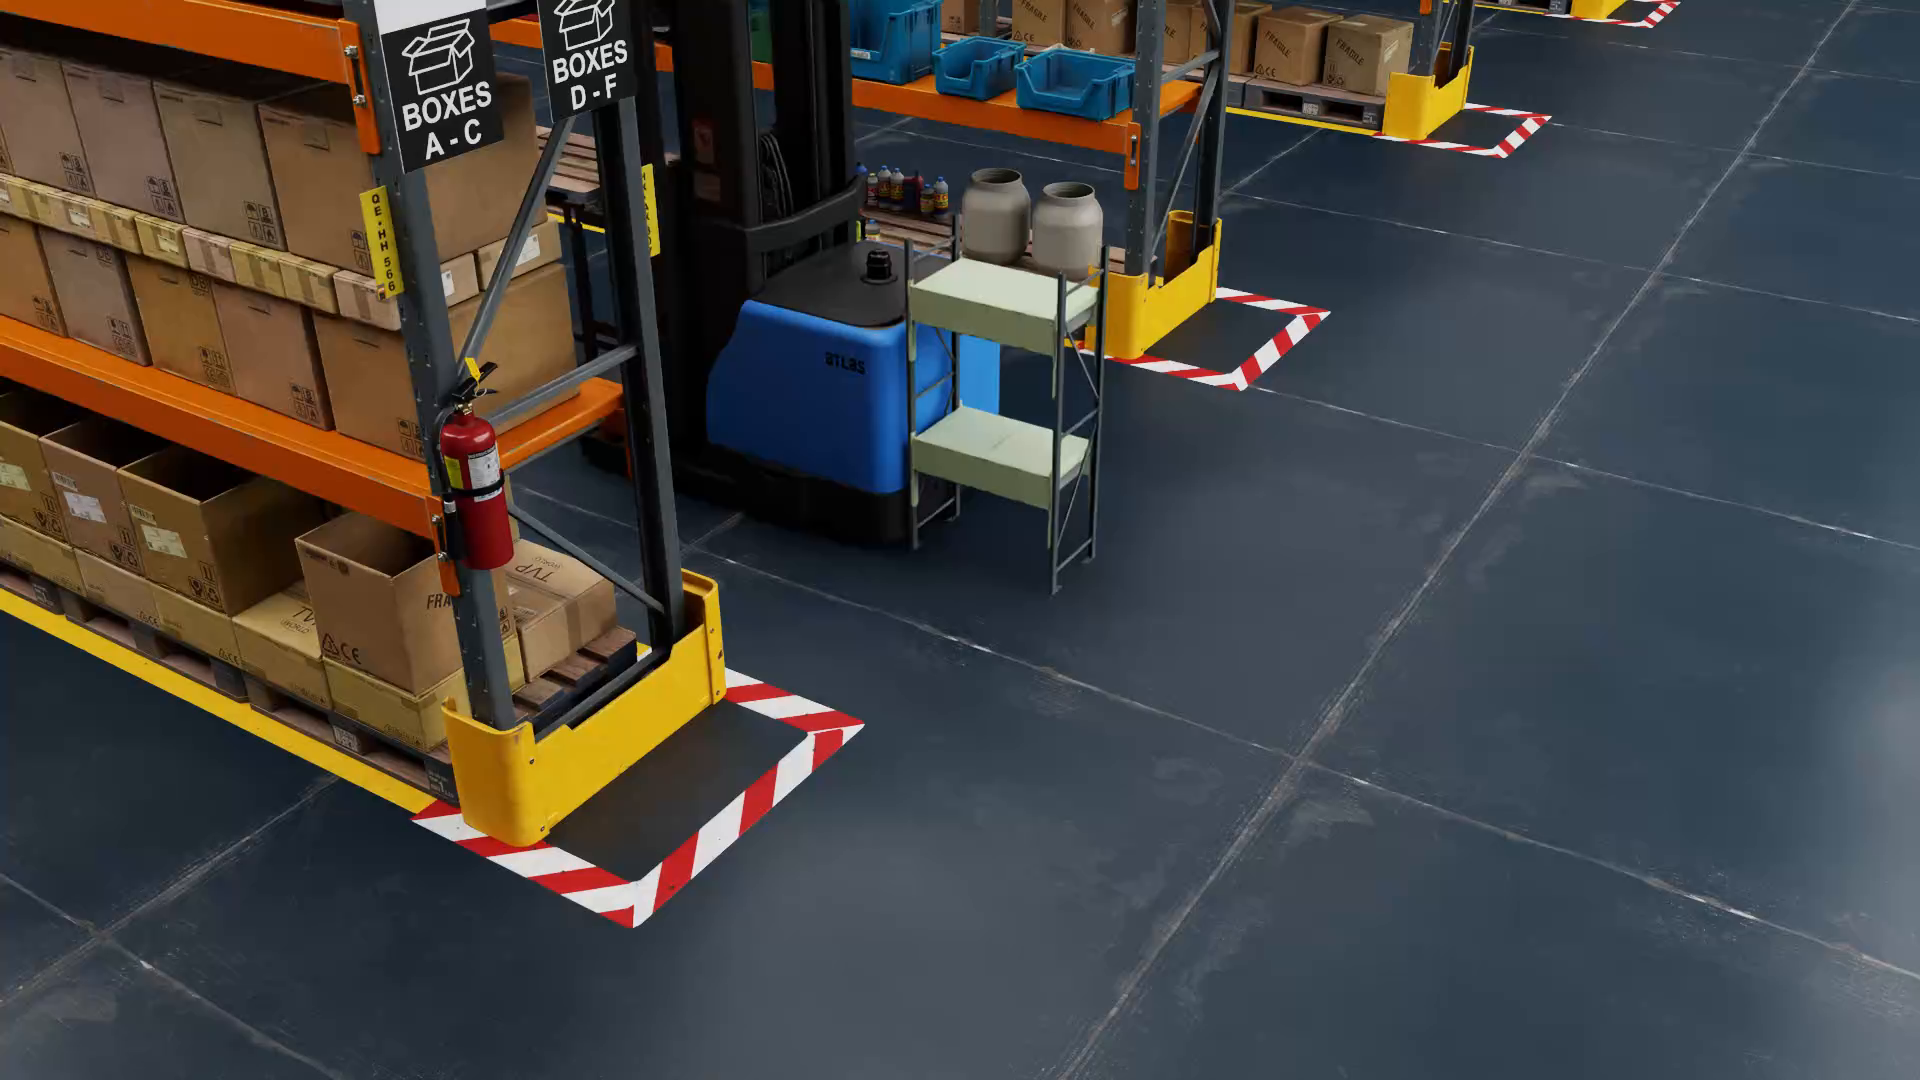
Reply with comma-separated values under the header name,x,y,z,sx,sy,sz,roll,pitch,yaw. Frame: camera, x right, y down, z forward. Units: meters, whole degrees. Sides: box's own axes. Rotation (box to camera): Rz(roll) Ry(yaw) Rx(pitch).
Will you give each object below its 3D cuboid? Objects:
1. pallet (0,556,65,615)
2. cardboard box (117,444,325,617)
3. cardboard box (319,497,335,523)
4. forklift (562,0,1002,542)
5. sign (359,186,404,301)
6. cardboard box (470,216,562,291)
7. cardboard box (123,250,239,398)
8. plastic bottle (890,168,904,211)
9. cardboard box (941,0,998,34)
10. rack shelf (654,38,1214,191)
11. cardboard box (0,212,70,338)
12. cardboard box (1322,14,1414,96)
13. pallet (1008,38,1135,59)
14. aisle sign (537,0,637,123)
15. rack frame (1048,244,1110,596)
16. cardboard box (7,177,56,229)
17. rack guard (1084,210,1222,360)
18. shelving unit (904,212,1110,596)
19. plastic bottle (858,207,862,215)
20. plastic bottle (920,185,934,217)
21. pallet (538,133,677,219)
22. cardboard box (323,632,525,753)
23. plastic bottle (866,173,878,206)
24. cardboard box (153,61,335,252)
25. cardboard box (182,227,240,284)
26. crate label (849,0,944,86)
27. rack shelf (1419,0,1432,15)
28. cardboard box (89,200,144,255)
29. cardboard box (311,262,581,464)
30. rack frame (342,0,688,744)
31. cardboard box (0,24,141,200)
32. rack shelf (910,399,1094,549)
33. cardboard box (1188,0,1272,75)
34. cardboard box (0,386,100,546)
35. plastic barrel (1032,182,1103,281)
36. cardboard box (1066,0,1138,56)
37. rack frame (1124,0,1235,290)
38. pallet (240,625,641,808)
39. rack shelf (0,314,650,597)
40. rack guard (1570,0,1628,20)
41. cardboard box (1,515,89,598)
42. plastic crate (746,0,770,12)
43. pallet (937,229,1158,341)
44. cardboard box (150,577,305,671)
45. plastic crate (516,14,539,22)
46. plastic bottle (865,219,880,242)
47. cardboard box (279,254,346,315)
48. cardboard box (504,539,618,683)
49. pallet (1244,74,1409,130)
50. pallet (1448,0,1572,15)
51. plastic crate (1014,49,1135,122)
name,x,y,z,sx,sy,sz,roll,pitch,yaw
pallet,-4.129,-0.132,7.767,1.213,0.211,1.003,18,35,27
cardboard box,-2.860,-0.092,6.499,0.500,0.500,0.500,18,35,27
cardboard box,-2.583,-0.314,6.879,0.500,0.500,0.500,18,35,27
forklift,-1.315,-1.807,7.939,3.031,2.935,1.130,18,35,27
sign,-1.693,-0.871,4.881,0.005,0.325,0.100,18,35,27
cardboard box,-1.610,-1.016,5.773,0.250,0.149,0.380,17,34,27
cardboard box,-2.646,-0.944,6.292,0.500,0.500,0.700,18,35,28
plastic bottle,-0.416,-2.331,11.040,0.097,0.271,0.097,0,30,0
cardboard box,-0.019,-5.079,15.523,0.500,0.500,0.700,15,33,24
rack shelf,-0.450,-2.834,10.345,4.000,0.370,1.077,18,35,27
cardboard box,-3.528,-1.220,6.765,0.500,0.500,0.700,18,35,28
cardboard box,3.357,-3.999,13.692,0.500,0.500,0.500,25,39,36
pallet,1.077,-4.425,15.126,1.213,0.211,1.003,18,35,27
aisle sign,-1.174,-1.732,5.162,0.004,0.787,0.394,18,35,27
rack frame,0.503,-0.489,7.099,0.023,1.500,0.400,18,35,27
cardboard box,-3.342,-1.323,6.298,0.250,0.149,0.380,17,34,27
rack guard,1.155,-1.530,9.876,0.348,0.500,1.175,18,35,27
shelving unit,0.193,-0.587,7.267,0.755,1.500,0.431,18,35,27
plastic bottle,-0.687,-2.056,10.556,0.133,0.283,0.061,18,35,27
plastic bottle,-0.214,-2.237,10.948,0.097,0.201,0.097,0,30,0
pallet,-2.830,-2.670,12.117,1.213,0.211,1.003,18,35,27
cardboard box,-2.004,0.493,6.241,0.500,0.250,0.500,18,35,27
plastic bottle,-0.585,-2.354,11.149,0.097,0.201,0.097,0,30,0
cardboard box,-2.274,-1.383,5.757,0.500,0.500,0.700,17,34,26
cardboard box,-2.468,-1.047,5.825,0.250,0.149,0.380,18,35,28
crate label,-0.459,-3.002,9.884,0.616,0.435,0.502,18,35,27
rack shelf,2.183,-4.948,13.969,4.000,0.370,1.077,18,35,27
cardboard box,-2.915,-1.187,6.064,0.250,0.149,0.380,19,35,29
cardboard box,-1.781,-0.670,5.822,0.500,0.500,0.700,18,35,27
rack frame,-1.392,-0.496,5.623,0.127,3.000,1.000,18,35,27
cardboard box,-3.126,-1.652,6.218,0.500,0.500,0.700,18,35,27
rack shelf,0.193,-0.305,7.432,0.720,0.370,0.431,18,35,27
cardboard box,2.313,-4.320,14.243,0.500,0.500,0.500,21,36,32
cardboard box,-3.707,-0.360,6.957,0.500,0.500,0.500,18,35,27
plastic barrel,0.646,-1.860,10.013,0.421,0.512,0.421,0,30,0
cardboard box,1.296,-4.622,14.759,0.500,0.500,0.500,-23,37,-33
rack frame,1.244,-2.609,9.246,0.127,3.000,1.000,18,35,27
pallet,-2.062,0.521,6.647,1.213,0.211,1.003,18,35,27
rack shelf,-3.086,-0.721,6.723,4.000,0.370,1.077,18,35,27
rack guard,6.620,-5.727,17.070,0.348,0.500,1.175,18,35,27
cardboard box,-3.707,-0.035,7.146,0.500,0.250,0.500,18,35,27
plastic crate,-1.062,-3.436,10.810,0.616,0.251,0.499,18,35,27
pallet,0.470,-1.625,10.326,1.213,0.211,1.003,18,35,27
cardboard box,-2.858,0.231,6.690,0.500,0.250,0.500,18,35,27
plastic crate,-2.717,-3.707,11.065,0.583,0.464,0.402,18,35,27
plastic bottle,-0.544,-1.895,10.362,0.097,0.201,0.097,0,30,0
cardboard box,-2.040,-0.910,5.590,0.250,0.149,0.380,18,35,29
cardboard box,-1.728,0.272,6.620,0.500,0.250,0.500,18,35,27
pallet,3.144,-3.772,14.006,1.213,0.211,1.003,18,35,27
pallet,5.881,-5.789,17.464,1.213,0.211,1.003,18,35,27
plastic crate,0.661,-2.551,9.294,0.616,0.251,0.499,18,35,27
